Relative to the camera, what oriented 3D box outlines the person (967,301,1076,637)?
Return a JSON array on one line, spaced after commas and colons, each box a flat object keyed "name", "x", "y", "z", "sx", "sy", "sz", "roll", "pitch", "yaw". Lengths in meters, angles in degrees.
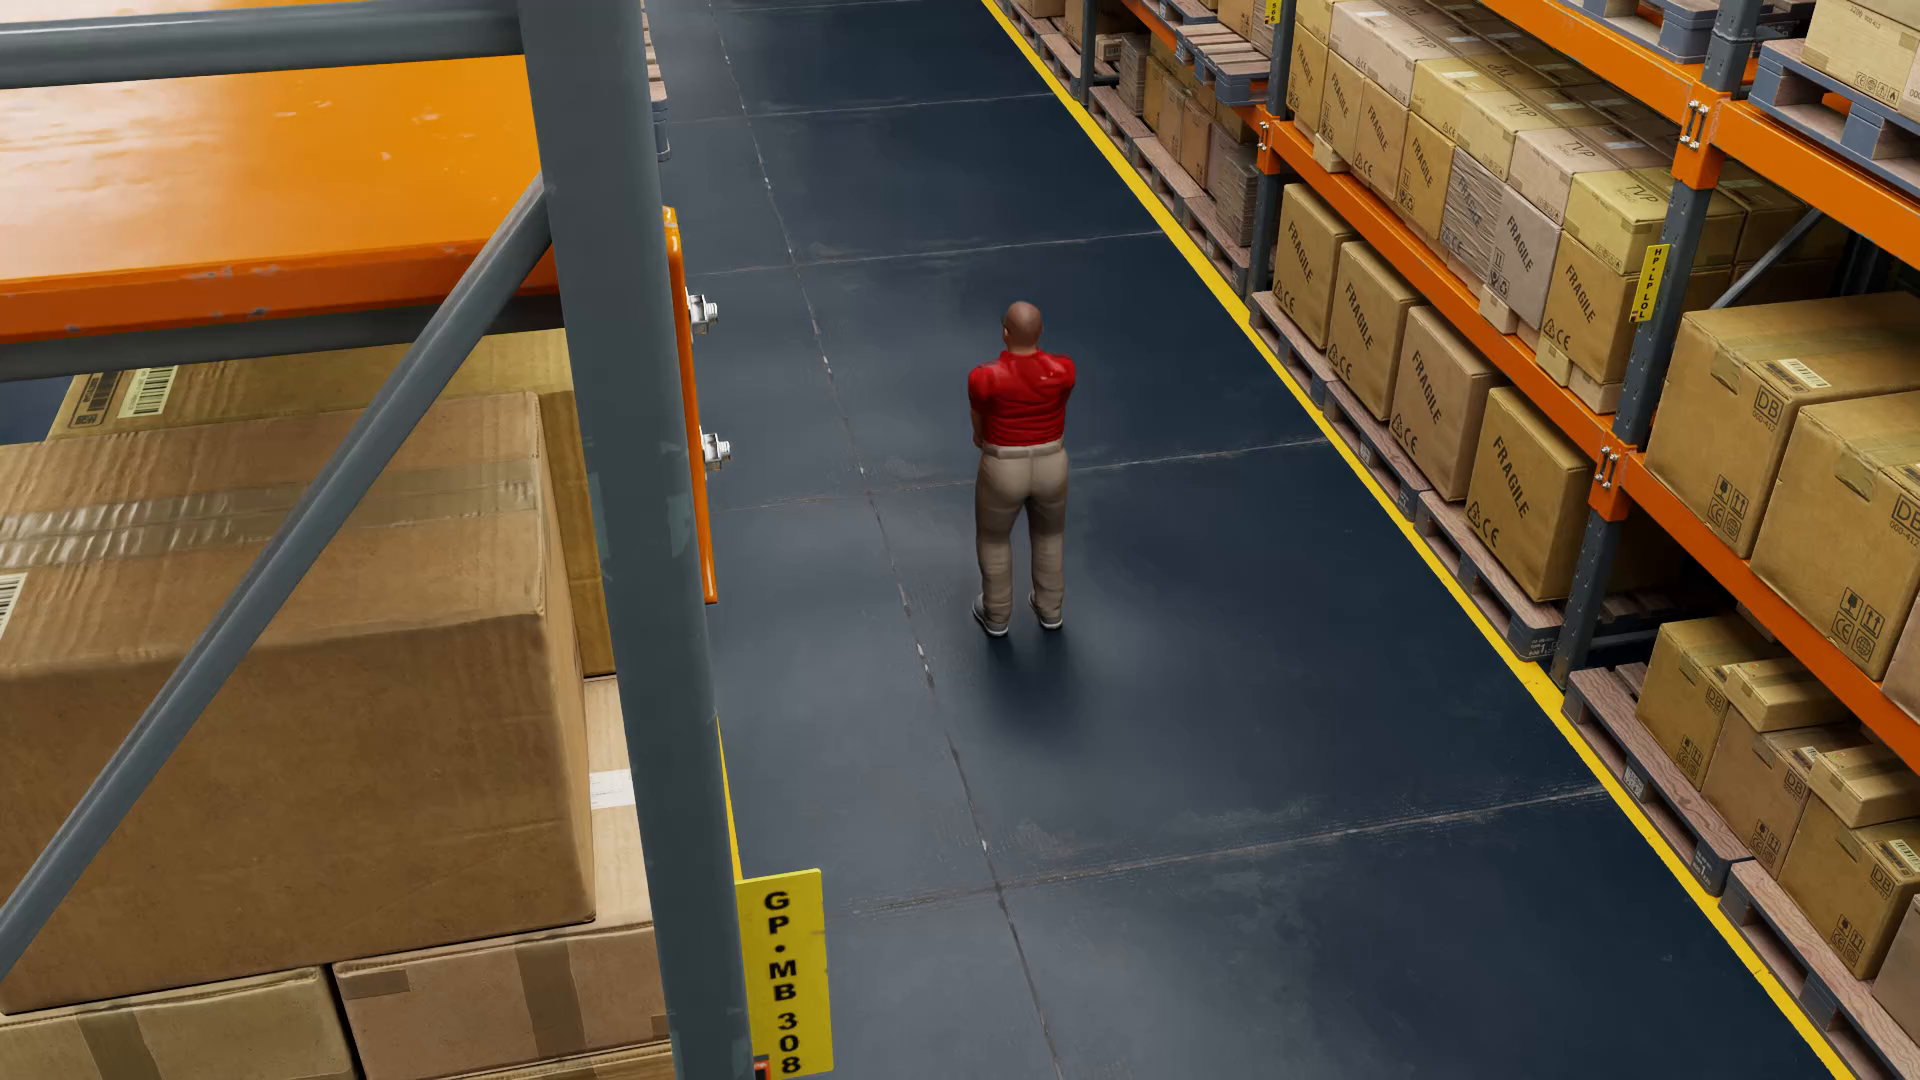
[{"name": "person", "x": 0.251, "y": -0.368, "z": 7.710, "sx": 0.490, "sy": 1.724, "sz": 0.542, "roll": -7, "pitch": 35, "yaw": -10}]
